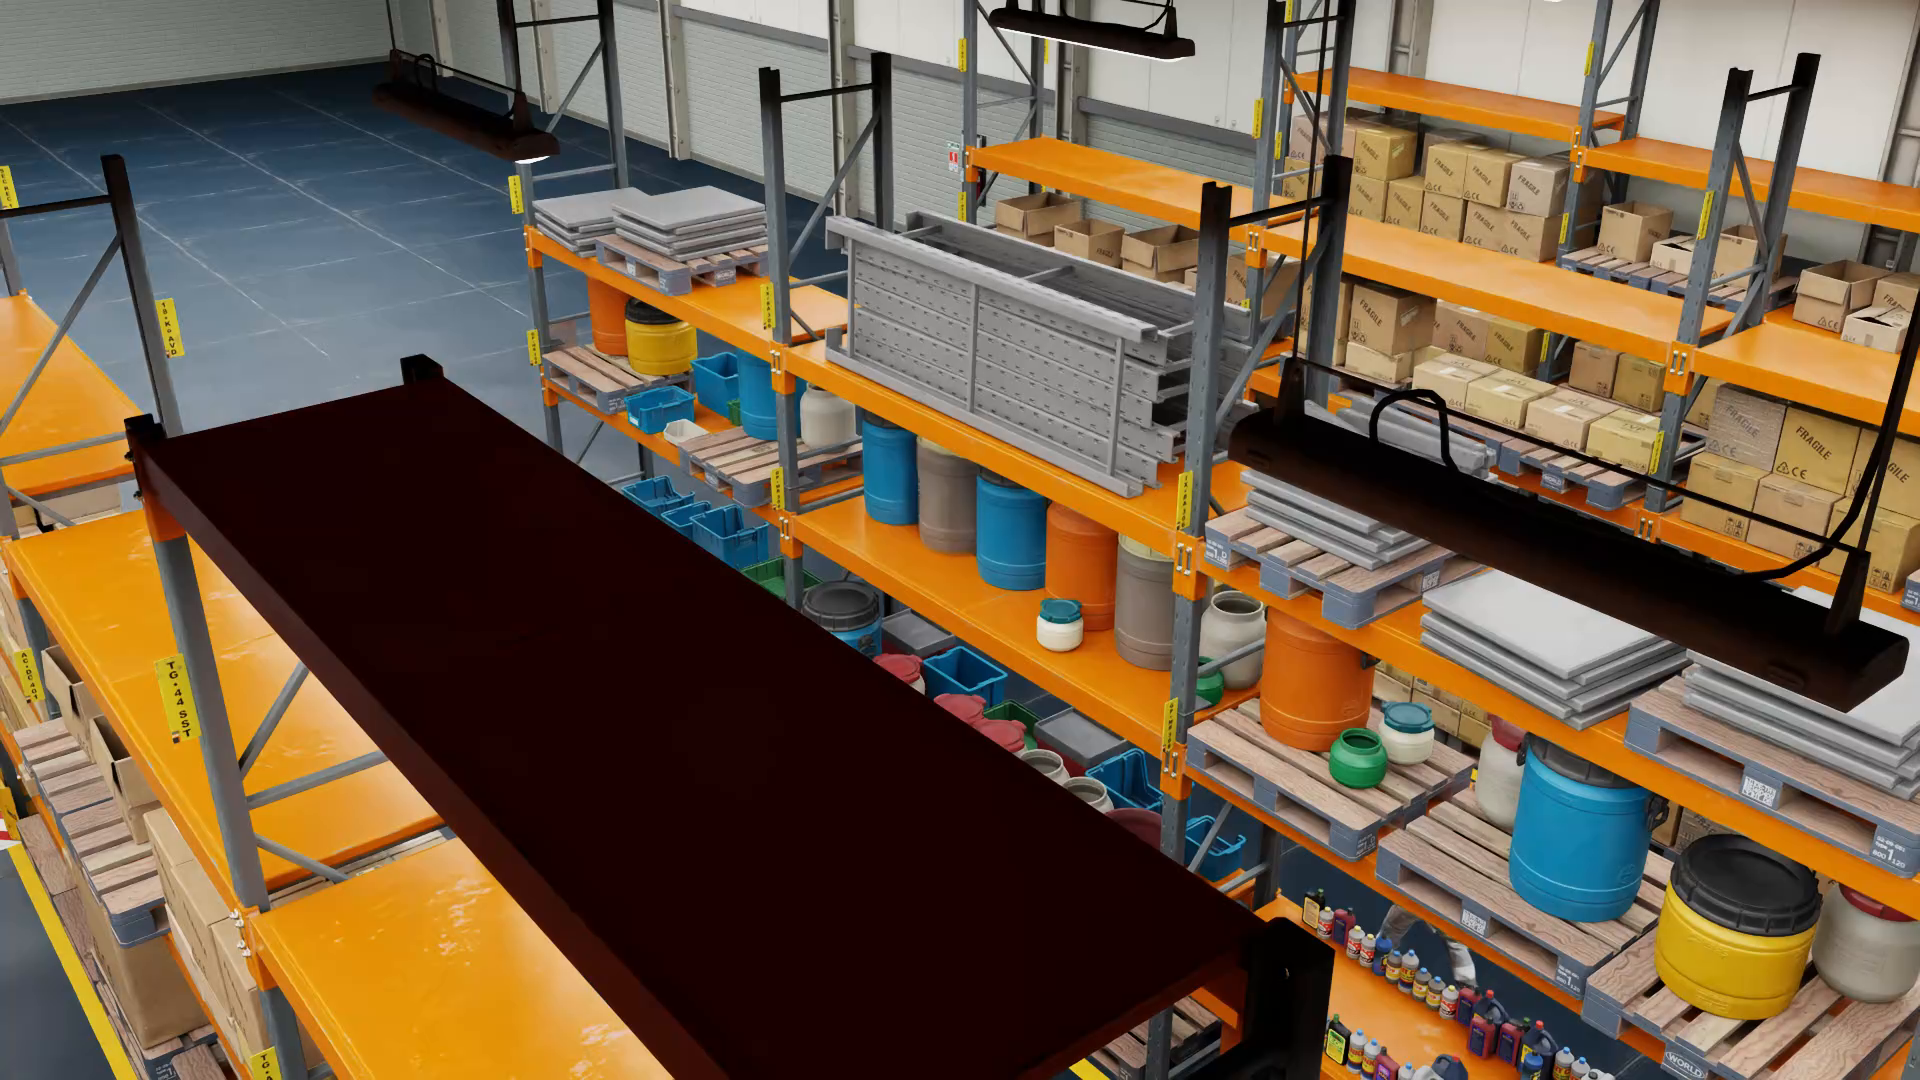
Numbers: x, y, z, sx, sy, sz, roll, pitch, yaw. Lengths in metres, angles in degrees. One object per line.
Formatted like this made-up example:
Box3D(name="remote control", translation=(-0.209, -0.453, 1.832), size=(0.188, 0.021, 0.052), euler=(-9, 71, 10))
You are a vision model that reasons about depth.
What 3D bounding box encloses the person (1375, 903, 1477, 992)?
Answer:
Box3D(name="person", translation=(3.189, 2.342, 11.396), size=(0.553, 1.725, 1.068), euler=(-18, 31, -32))
